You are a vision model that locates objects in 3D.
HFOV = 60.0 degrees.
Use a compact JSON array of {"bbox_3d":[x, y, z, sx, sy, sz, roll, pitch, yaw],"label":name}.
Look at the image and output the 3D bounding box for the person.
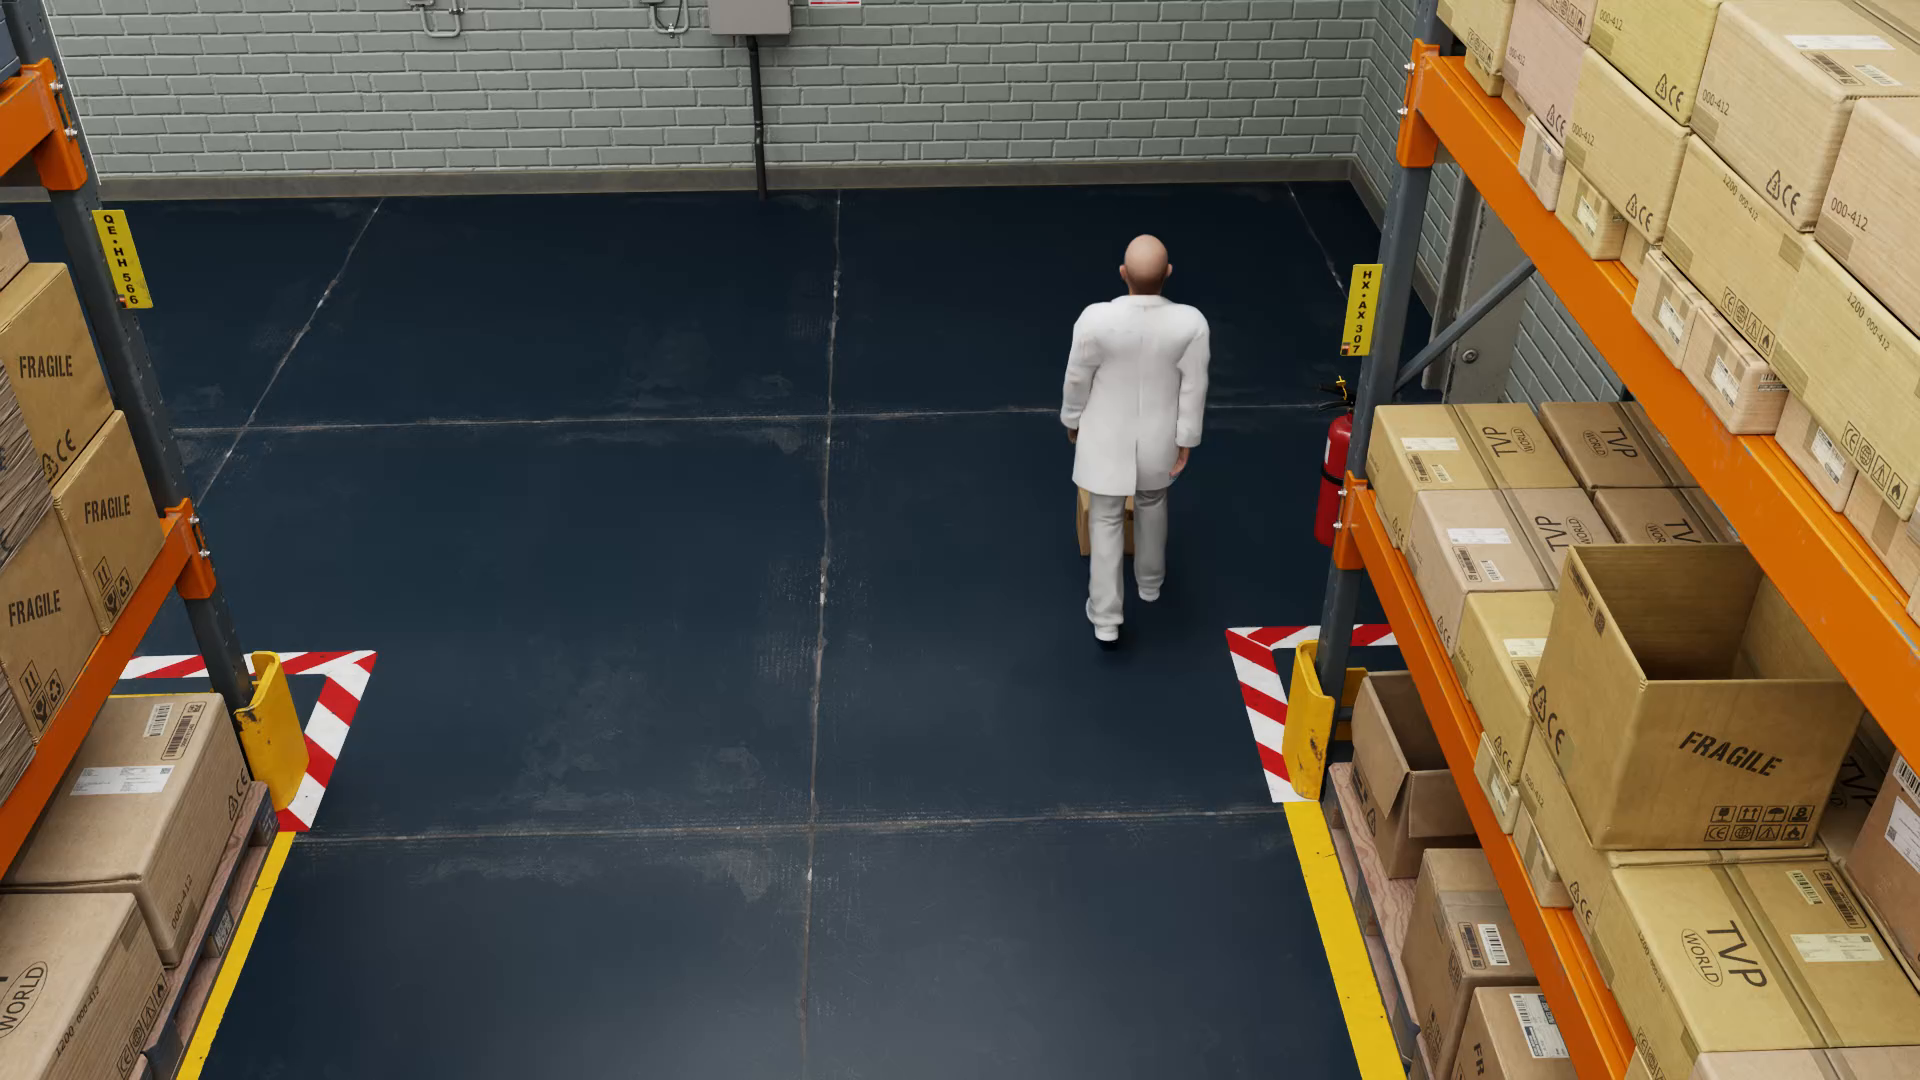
[{"bbox_3d":[0.697,-0.455,6.838,0.569,1.778,0.688,-1,35,-2],"label":"person"}]
